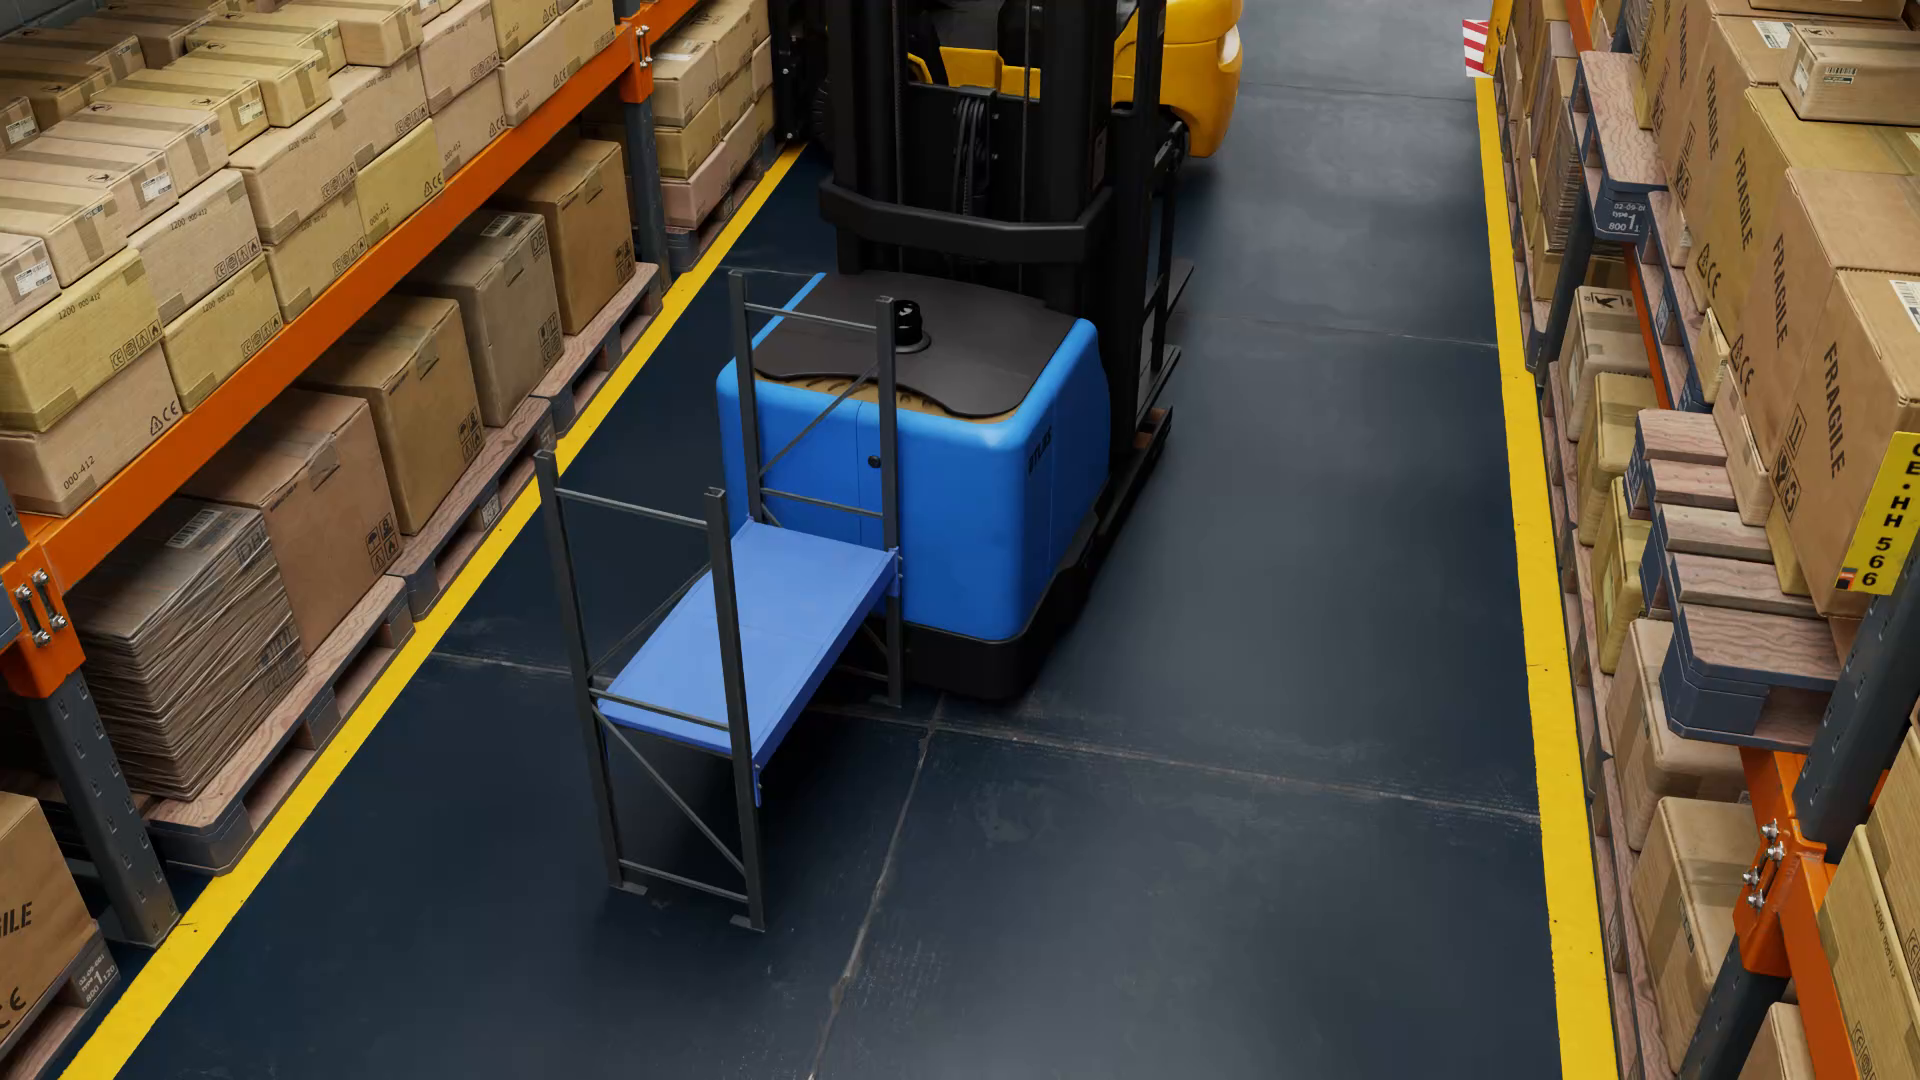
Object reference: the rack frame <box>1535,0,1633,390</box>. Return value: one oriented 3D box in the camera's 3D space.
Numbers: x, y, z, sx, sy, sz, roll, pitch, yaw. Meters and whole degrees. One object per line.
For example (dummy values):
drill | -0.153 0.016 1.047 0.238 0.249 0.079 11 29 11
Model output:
rack frame | 2.978 -1.834 6.225 1.000 3.000 0.127 7 37 10

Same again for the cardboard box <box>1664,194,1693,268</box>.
cardboard box | 2.246 -0.882 4.767 0.380 0.149 0.250 9 37 12

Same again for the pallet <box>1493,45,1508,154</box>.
pallet | 3.608 -2.494 9.511 1.003 0.211 1.213 7 37 10

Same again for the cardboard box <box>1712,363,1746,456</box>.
cardboard box | 2.022 -0.283 3.941 0.380 0.149 0.250 6 36 8

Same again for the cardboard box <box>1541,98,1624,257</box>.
cardboard box | 2.842 -1.568 7.203 0.500 0.500 0.500 7 36 9

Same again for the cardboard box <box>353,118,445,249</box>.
cardboard box | -2.065 -1.205 5.485 0.500 0.250 0.500 8 37 11

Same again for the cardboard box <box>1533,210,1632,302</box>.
cardboard box | 2.842 -1.264 7.423 0.500 0.250 0.500 9 37 12

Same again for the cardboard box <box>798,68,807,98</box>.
cardboard box | -1.129 -2.625 9.301 0.500 0.250 0.500 8 37 11

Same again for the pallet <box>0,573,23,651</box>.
pallet | -2.803 0.314 3.424 1.213 0.211 1.003 7 37 10

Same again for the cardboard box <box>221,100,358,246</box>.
cardboard box | -2.155 -1.111 4.929 0.500 0.250 0.500 6 36 9

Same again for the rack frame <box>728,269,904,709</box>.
rack frame | -0.423 -0.109 5.123 0.500 1.500 0.032 12 38 17

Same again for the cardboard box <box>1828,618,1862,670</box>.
cardboard box | 1.964 0.173 3.311 0.380 0.149 0.250 9 37 12

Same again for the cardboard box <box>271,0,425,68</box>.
cardboard box | -1.953 -1.636 5.313 0.380 0.149 0.250 6 36 9

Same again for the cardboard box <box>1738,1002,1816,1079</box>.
cardboard box | 1.895 1.535 3.029 0.875 0.875 0.875 7 37 10

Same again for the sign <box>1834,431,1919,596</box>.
sign | 1.591 -0.041 2.831 0.100 0.325 0.005 7 37 10

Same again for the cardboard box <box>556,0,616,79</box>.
cardboard box | -1.724 -2.072 6.681 0.500 0.250 0.500 8 37 11

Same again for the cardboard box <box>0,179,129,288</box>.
cardboard box | -2.315 -0.763 4.109 0.380 0.149 0.250 8 37 11

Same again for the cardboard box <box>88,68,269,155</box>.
cardboard box | -2.217 -1.213 4.730 0.380 0.149 0.250 8 37 10

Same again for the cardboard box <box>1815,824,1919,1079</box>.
cardboard box | 1.773 0.769 2.761 0.500 0.250 0.500 7 36 9

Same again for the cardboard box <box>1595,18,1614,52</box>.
cardboard box | 2.749 -1.955 6.606 0.380 0.149 0.250 7 37 9

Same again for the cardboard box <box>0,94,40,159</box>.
cardboard box | -2.809 -1.131 4.616 0.380 0.149 0.250 7 36 9

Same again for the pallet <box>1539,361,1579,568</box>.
pallet | 2.813 -0.259 6.427 1.003 0.211 1.213 7 37 10

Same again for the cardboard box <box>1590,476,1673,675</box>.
cardboard box | 2.571 0.172 5.338 0.950 0.372 0.625 8 37 12

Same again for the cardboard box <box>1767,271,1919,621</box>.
cardboard box | 1.949 -0.168 3.229 0.500 0.500 0.500 6 36 9

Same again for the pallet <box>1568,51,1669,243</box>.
pallet | 2.673 -1.337 5.702 1.003 0.211 1.213 7 37 10

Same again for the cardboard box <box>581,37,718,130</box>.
cardboard box | -1.462 -2.154 7.799 0.500 0.250 0.500 7 36 9

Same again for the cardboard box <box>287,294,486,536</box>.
cardboard box | -2.304 -0.487 6.032 0.875 0.625 0.625 6 36 8

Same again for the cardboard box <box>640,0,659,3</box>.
cardboard box | -1.522 -2.717 7.357 0.500 0.500 0.500 6 36 9

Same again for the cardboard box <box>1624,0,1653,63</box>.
cardboard box | 2.598 -1.933 5.664 0.500 0.500 0.500 8 37 11

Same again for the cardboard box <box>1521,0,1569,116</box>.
cardboard box | 3.163 -2.460 8.434 0.500 0.500 0.500 8 37 11

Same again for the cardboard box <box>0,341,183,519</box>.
cardboard box | -2.393 -0.324 4.269 0.500 0.250 0.500 7 37 10

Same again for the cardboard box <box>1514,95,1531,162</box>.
cardboard box | 3.169 -2.150 8.646 0.500 0.250 0.500 10 37 13

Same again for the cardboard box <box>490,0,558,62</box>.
cardboard box | -1.830 -1.987 6.137 0.500 0.250 0.500 6 36 9

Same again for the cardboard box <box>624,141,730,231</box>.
cardboard box | -1.445 -1.747 8.089 0.500 0.250 0.500 8 37 10

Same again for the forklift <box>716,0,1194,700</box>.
forklift | 0.221 -1.529 5.862 1.130 2.935 3.031 13 38 17

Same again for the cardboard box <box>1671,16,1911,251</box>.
cardboard box | 2.273 -1.068 4.471 0.500 0.500 0.500 6 36 8

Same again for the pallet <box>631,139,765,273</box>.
pallet | -1.661 -1.776 8.521 1.003 0.211 1.213 7 37 10

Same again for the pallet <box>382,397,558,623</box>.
pallet | -2.250 -0.197 6.341 1.003 0.211 1.213 7 37 10

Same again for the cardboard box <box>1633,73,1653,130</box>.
cardboard box | 2.489 -1.483 5.597 0.380 0.149 0.250 8 37 11

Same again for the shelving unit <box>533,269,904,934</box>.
shelving unit | -0.602 0.170 4.738 0.538 1.500 1.048 12 38 17

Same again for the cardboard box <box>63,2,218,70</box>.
cardboard box | -2.545 -1.559 5.207 0.380 0.149 0.250 8 37 11

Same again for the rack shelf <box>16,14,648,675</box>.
rack shelf | -2.299 -1.017 5.710 1.077 0.370 4.000 7 37 10

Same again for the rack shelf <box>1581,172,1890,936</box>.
rack shelf | 2.551 -0.396 4.854 1.077 0.370 4.000 7 37 10

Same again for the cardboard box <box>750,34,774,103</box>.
cardboard box | -1.243 -2.528 8.741 0.500 0.250 0.500 7 37 10
